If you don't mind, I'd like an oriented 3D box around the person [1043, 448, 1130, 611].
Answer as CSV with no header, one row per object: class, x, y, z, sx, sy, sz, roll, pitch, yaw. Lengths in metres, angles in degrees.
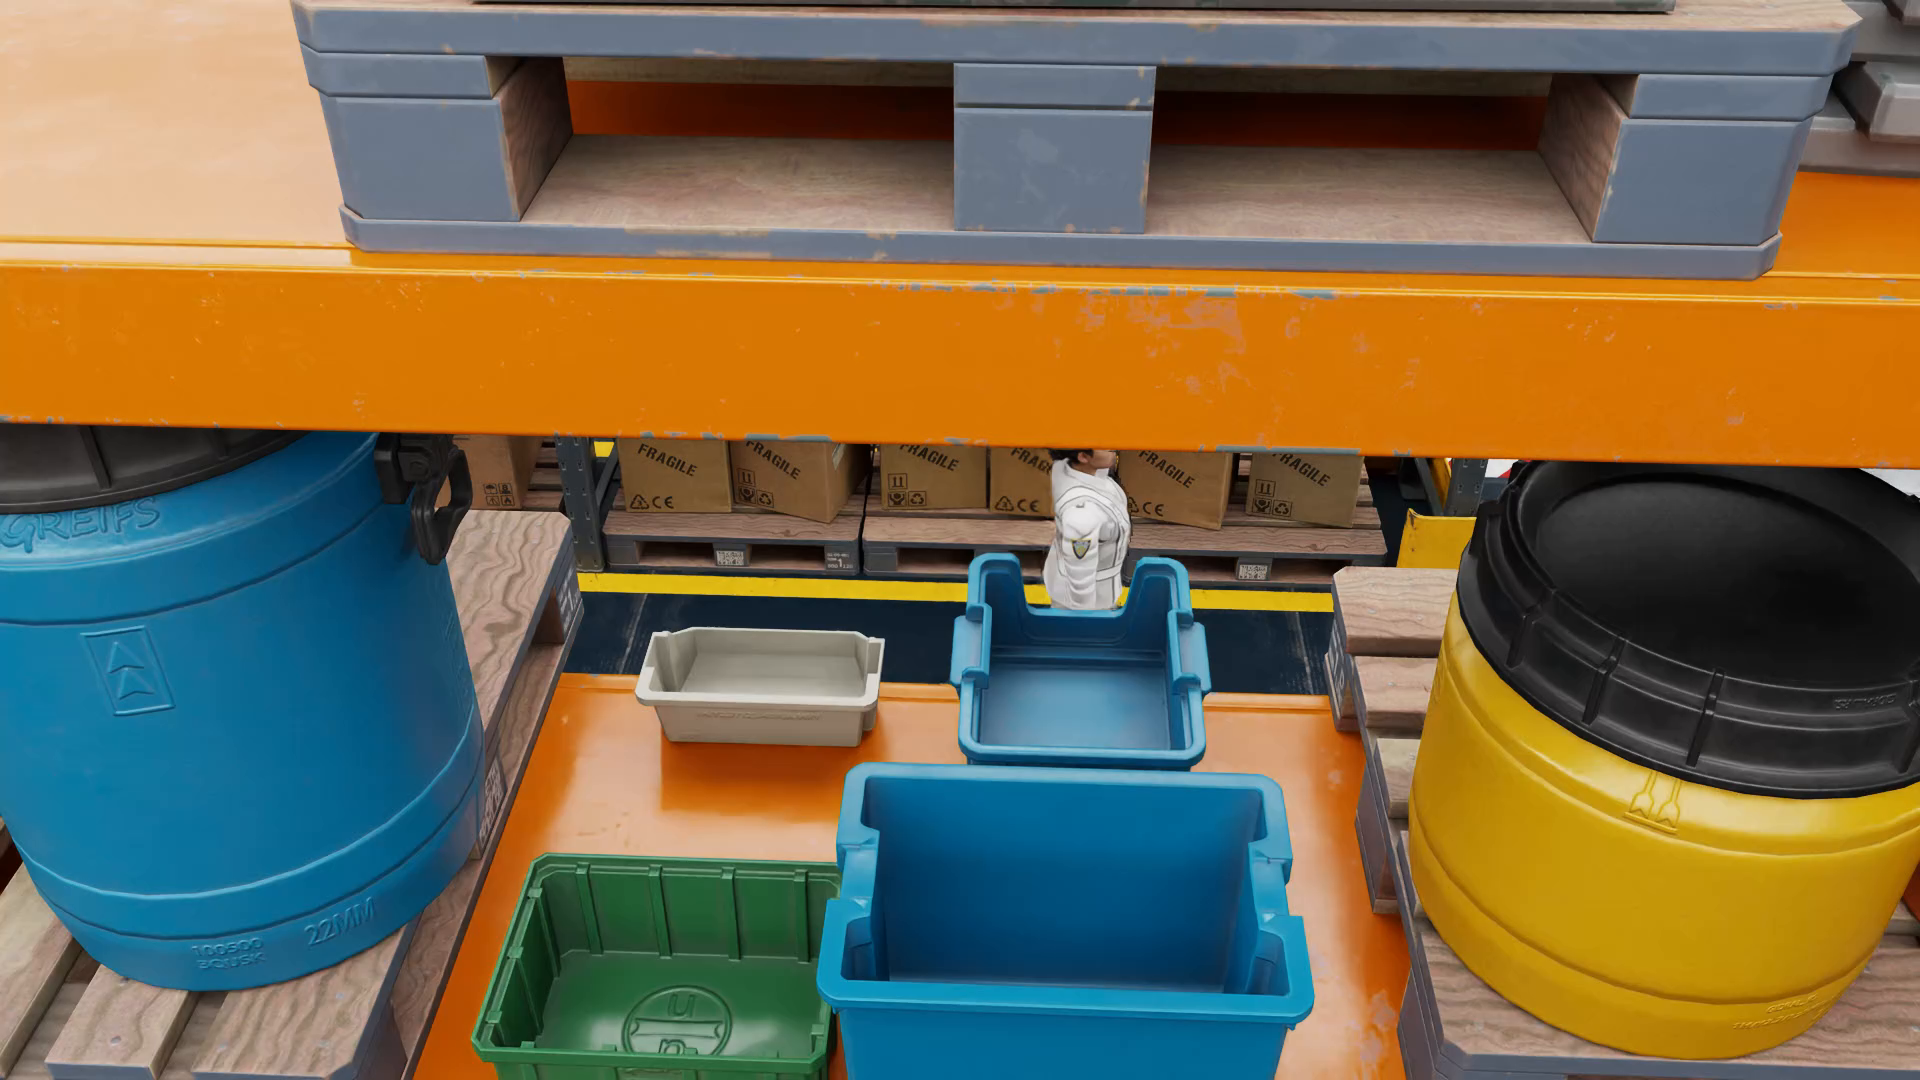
person,0.446,0.189,6.319,0.566,1.677,0.493,-2,36,-2
